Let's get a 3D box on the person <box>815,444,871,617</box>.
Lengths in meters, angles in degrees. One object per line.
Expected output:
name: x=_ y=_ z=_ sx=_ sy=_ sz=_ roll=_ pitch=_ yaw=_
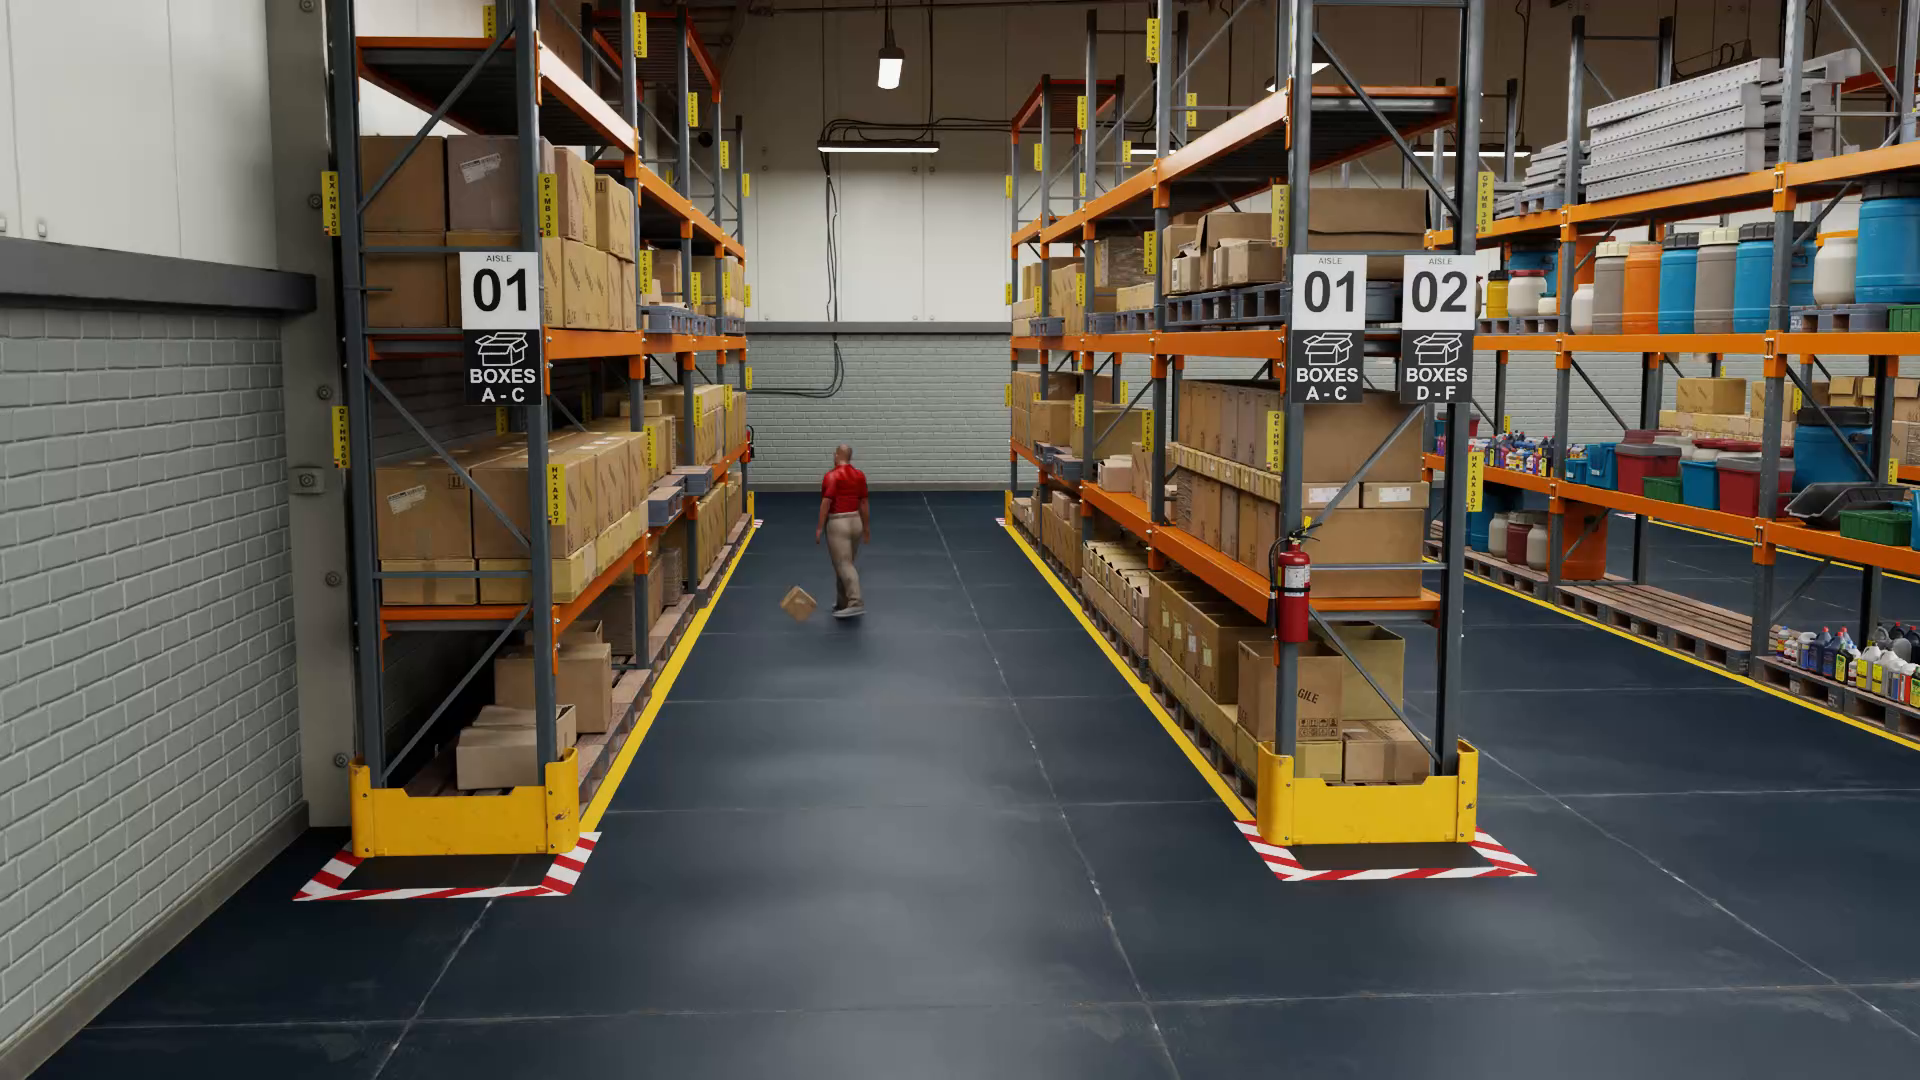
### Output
person: x=-1.145 y=-0.101 z=16.676 sx=0.657 sy=1.718 sz=0.630 roll=6 pitch=9 yaw=40
